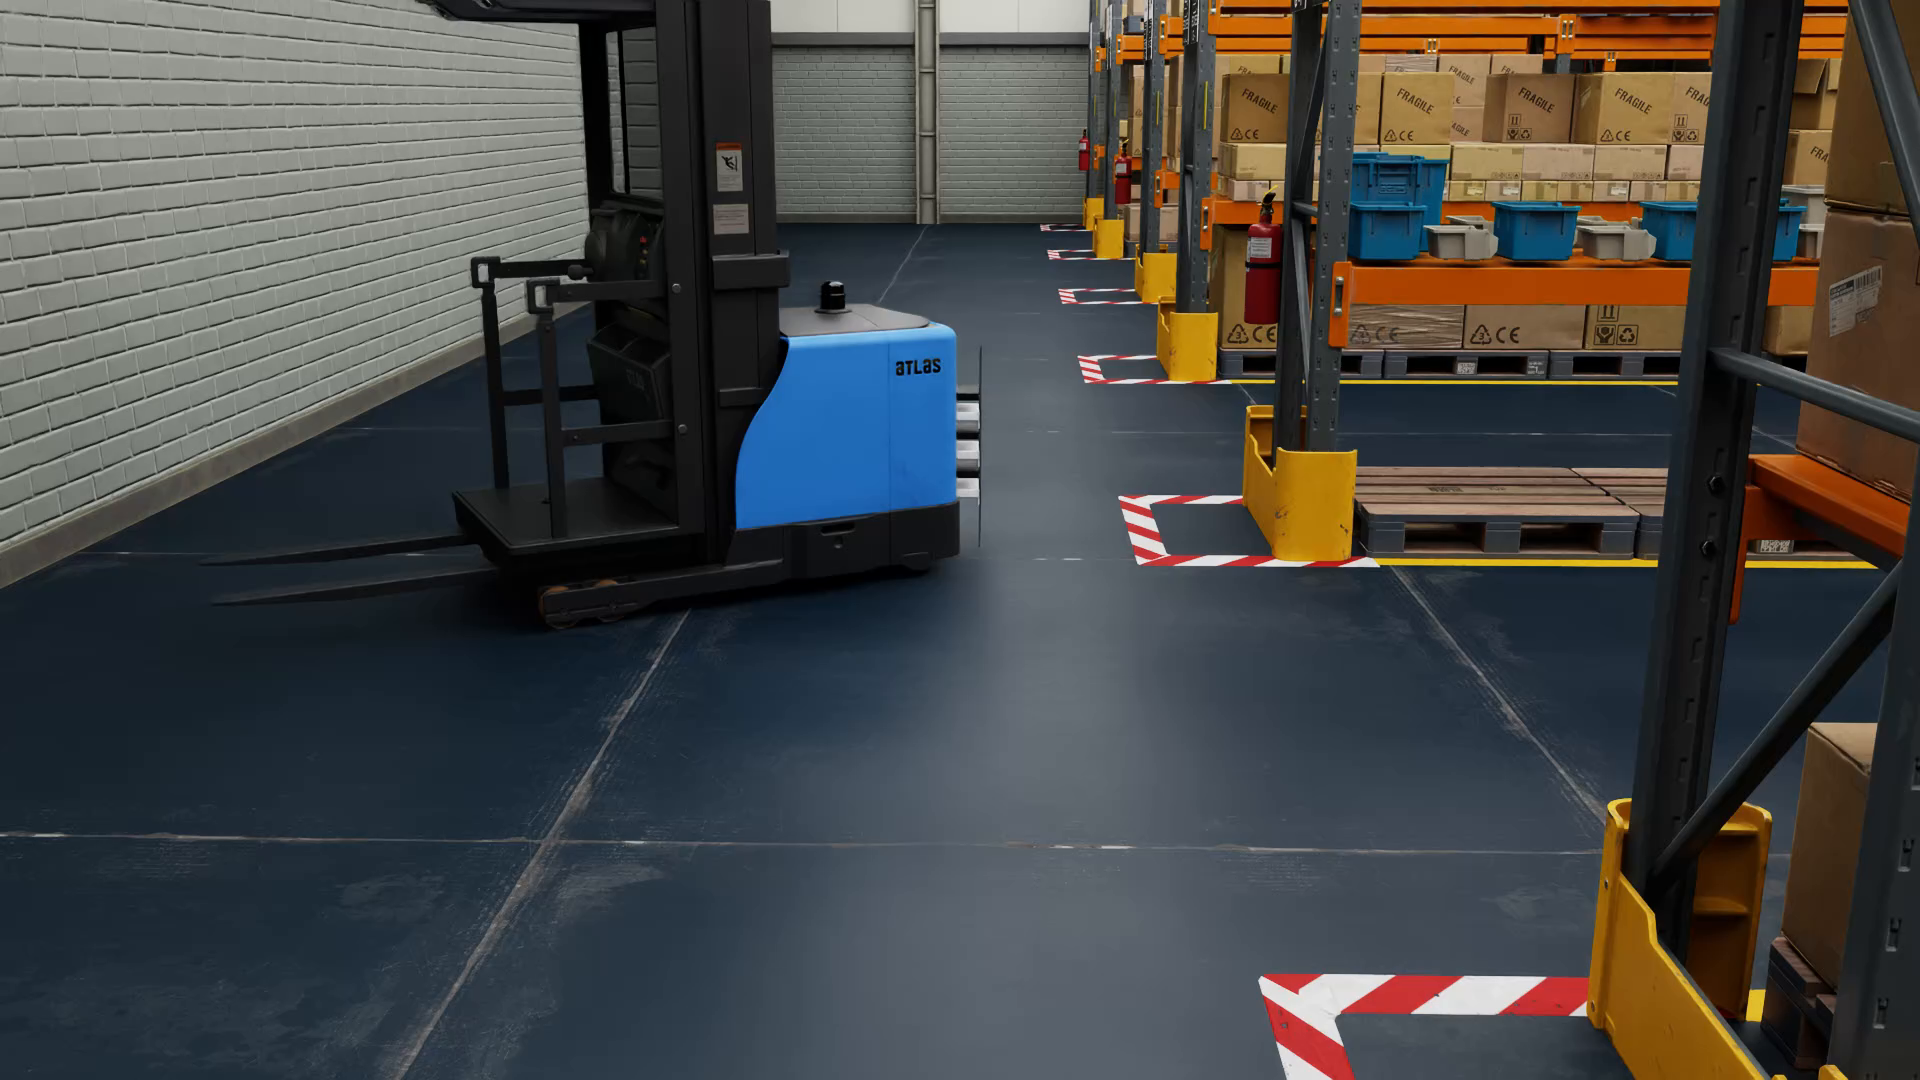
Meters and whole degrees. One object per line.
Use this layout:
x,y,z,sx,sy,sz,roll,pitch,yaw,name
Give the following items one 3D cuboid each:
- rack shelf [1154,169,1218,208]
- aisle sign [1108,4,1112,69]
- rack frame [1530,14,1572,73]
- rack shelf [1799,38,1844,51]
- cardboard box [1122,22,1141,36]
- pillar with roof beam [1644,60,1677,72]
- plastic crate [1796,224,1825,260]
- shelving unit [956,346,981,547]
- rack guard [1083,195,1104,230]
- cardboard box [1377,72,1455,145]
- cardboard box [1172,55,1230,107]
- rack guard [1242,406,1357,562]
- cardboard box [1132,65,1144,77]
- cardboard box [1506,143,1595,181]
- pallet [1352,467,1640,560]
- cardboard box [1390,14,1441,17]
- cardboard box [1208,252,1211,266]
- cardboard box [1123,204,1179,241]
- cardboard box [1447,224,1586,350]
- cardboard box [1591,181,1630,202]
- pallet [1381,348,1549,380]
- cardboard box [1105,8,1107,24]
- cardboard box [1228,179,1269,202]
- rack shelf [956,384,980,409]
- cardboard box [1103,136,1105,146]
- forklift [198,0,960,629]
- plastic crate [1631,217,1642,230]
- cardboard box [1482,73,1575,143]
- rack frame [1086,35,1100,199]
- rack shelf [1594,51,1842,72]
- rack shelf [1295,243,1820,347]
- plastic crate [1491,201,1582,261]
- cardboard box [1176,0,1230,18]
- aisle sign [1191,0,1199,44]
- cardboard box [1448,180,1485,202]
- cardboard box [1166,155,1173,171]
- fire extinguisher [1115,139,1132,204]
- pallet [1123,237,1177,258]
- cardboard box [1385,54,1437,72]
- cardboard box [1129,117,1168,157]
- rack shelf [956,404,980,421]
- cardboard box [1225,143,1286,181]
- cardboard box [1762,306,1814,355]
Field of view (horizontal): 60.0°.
3.987,-3.672,17.288,4.000,0.370,1.077,0,15,1,rack shelf
1.933,-6.479,21.422,0.004,0.787,0.394,0,15,1,aisle sign
5.986,-4.007,17.146,0.127,3.000,1.000,0,15,1,rack frame
12.010,-6.333,21.495,4.000,0.370,1.077,0,15,1,rack shelf
2.572,-8.011,26.154,0.500,0.250,0.500,0,15,1,cardboard box
11.350,-8.534,22.545,0.400,9.000,9.100,0,15,1,pillar with roof beam
3.883,-1.316,7.346,0.466,0.136,0.293,0,15,1,plastic crate
-0.008,-0.435,7.725,0.210,0.900,0.258,0,15,1,shelving unit
2.212,-5.352,27.147,0.348,0.500,1.175,0,15,1,rack guard
3.251,-3.125,12.047,0.500,0.500,0.500,0,15,0,cardboard box
2.429,-4.638,16.799,0.500,0.500,0.500,0,15,1,cardboard box
1.609,-0.294,7.973,0.348,0.500,1.175,0,15,1,rack guard
2.361,-6.068,21.533,0.250,0.149,0.380,1,15,3,cardboard box
4.283,-2.756,12.116,0.500,0.250,0.500,1,15,3,cardboard box
2.457,-0.142,7.964,1.213,0.211,1.003,0,15,1,pallet
4.482,-5.328,16.570,0.500,0.250,0.500,0,15,1,cardboard box
2.505,-2.932,17.256,0.250,0.149,0.380,1,15,4,cardboard box
2.675,-4.281,22.386,0.875,0.438,0.875,0,15,0,cardboard box
4.201,-1.949,12.688,0.875,0.875,0.875,0,15,1,cardboard box
4.674,-2.544,12.097,0.250,0.149,0.380,1,15,2,cardboard box
3.778,-1.426,12.832,1.213,0.211,1.003,0,15,1,pallet
2.587,-8.393,26.624,0.500,0.250,0.500,0,15,0,cardboard box
2.106,-2.561,12.158,0.250,0.149,0.380,1,15,2,cardboard box
-0.008,-0.664,7.665,0.200,0.077,0.258,0,15,1,rack shelf
2.474,-6.506,27.114,0.250,0.149,0.380,0,15,1,cardboard box
-1.549,-1.221,6.724,3.031,2.935,1.130,-8,17,-27,forklift
3.318,-1.449,7.853,0.250,0.136,0.298,0,15,1,plastic crate
4.274,-3.252,12.527,0.500,0.500,0.500,0,15,0,cardboard box
2.136,-6.562,26.830,0.127,3.000,1.000,0,15,1,rack frame
12.133,-7.599,26.293,4.000,0.370,1.077,0,15,1,rack shelf
3.633,-1.145,7.708,4.000,0.370,1.077,0,15,1,rack shelf
2.530,-1.364,7.339,0.300,0.233,0.416,0,15,1,plastic crate
2.430,-5.342,16.624,0.500,0.250,0.500,1,15,3,cardboard box
1.680,-3.949,11.834,0.004,0.787,0.394,0,15,1,aisle sign
3.644,-2.551,12.121,0.250,0.149,0.380,0,15,0,cardboard box
2.321,-3.981,17.542,0.250,0.149,0.380,0,15,1,cardboard box
1.747,-3.934,17.755,0.183,0.674,0.296,0,15,1,fire extinguisher
2.814,-3.962,22.444,1.213,0.211,1.003,0,15,1,pallet
4.481,-4.625,16.752,0.500,0.500,0.500,1,15,3,cardboard box
2.485,-5.268,21.730,0.500,0.500,0.500,0,15,1,cardboard box
-0.008,-0.577,7.688,0.200,0.077,0.258,0,15,1,rack shelf
2.233,-2.768,12.162,0.500,0.250,0.500,0,15,0,cardboard box
6.399,-1.919,12.576,0.875,0.875,1.225,0,15,2,cardboard box
